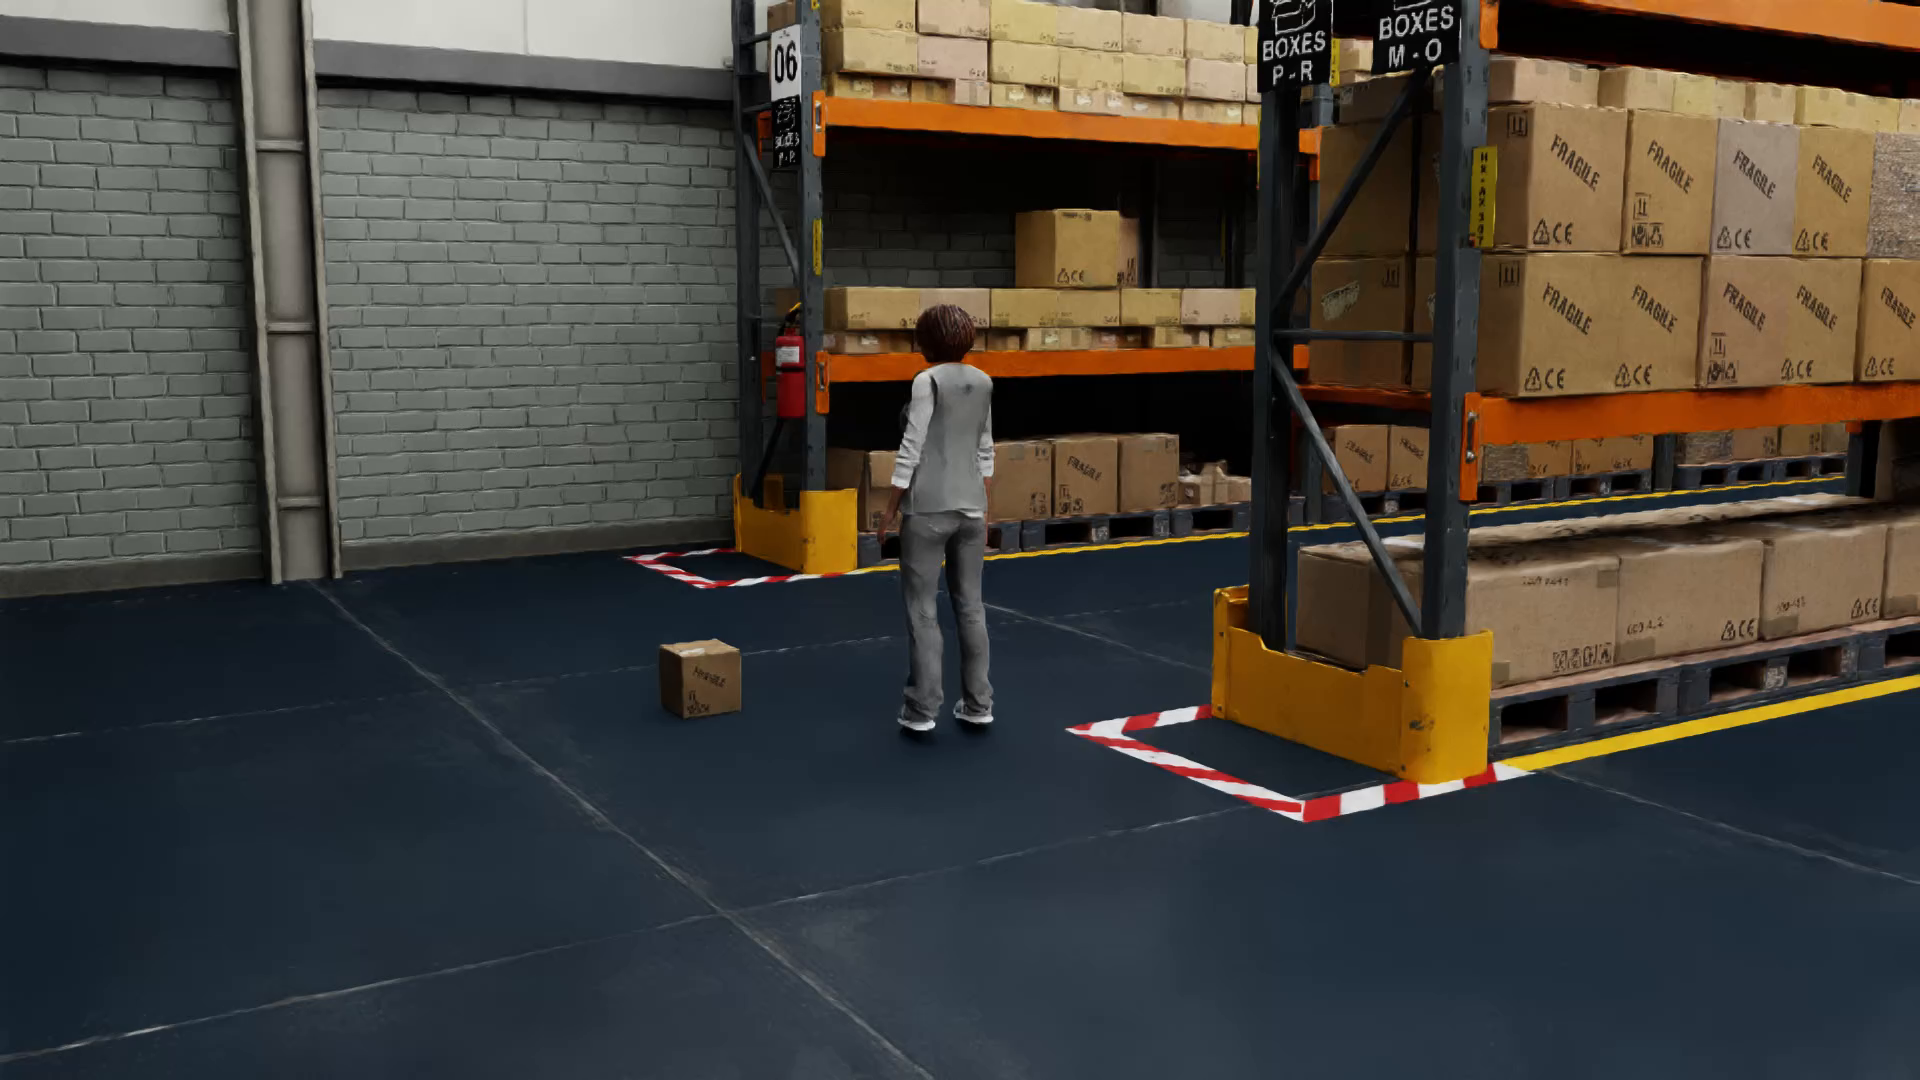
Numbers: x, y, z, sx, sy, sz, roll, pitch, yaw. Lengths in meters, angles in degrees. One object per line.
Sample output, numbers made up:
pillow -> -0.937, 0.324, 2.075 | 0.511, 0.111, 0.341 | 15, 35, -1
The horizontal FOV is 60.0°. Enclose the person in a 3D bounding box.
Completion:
person -> -0.067, -0.079, 6.236 | 0.467, 1.606, 0.337 | -7, 11, -41
